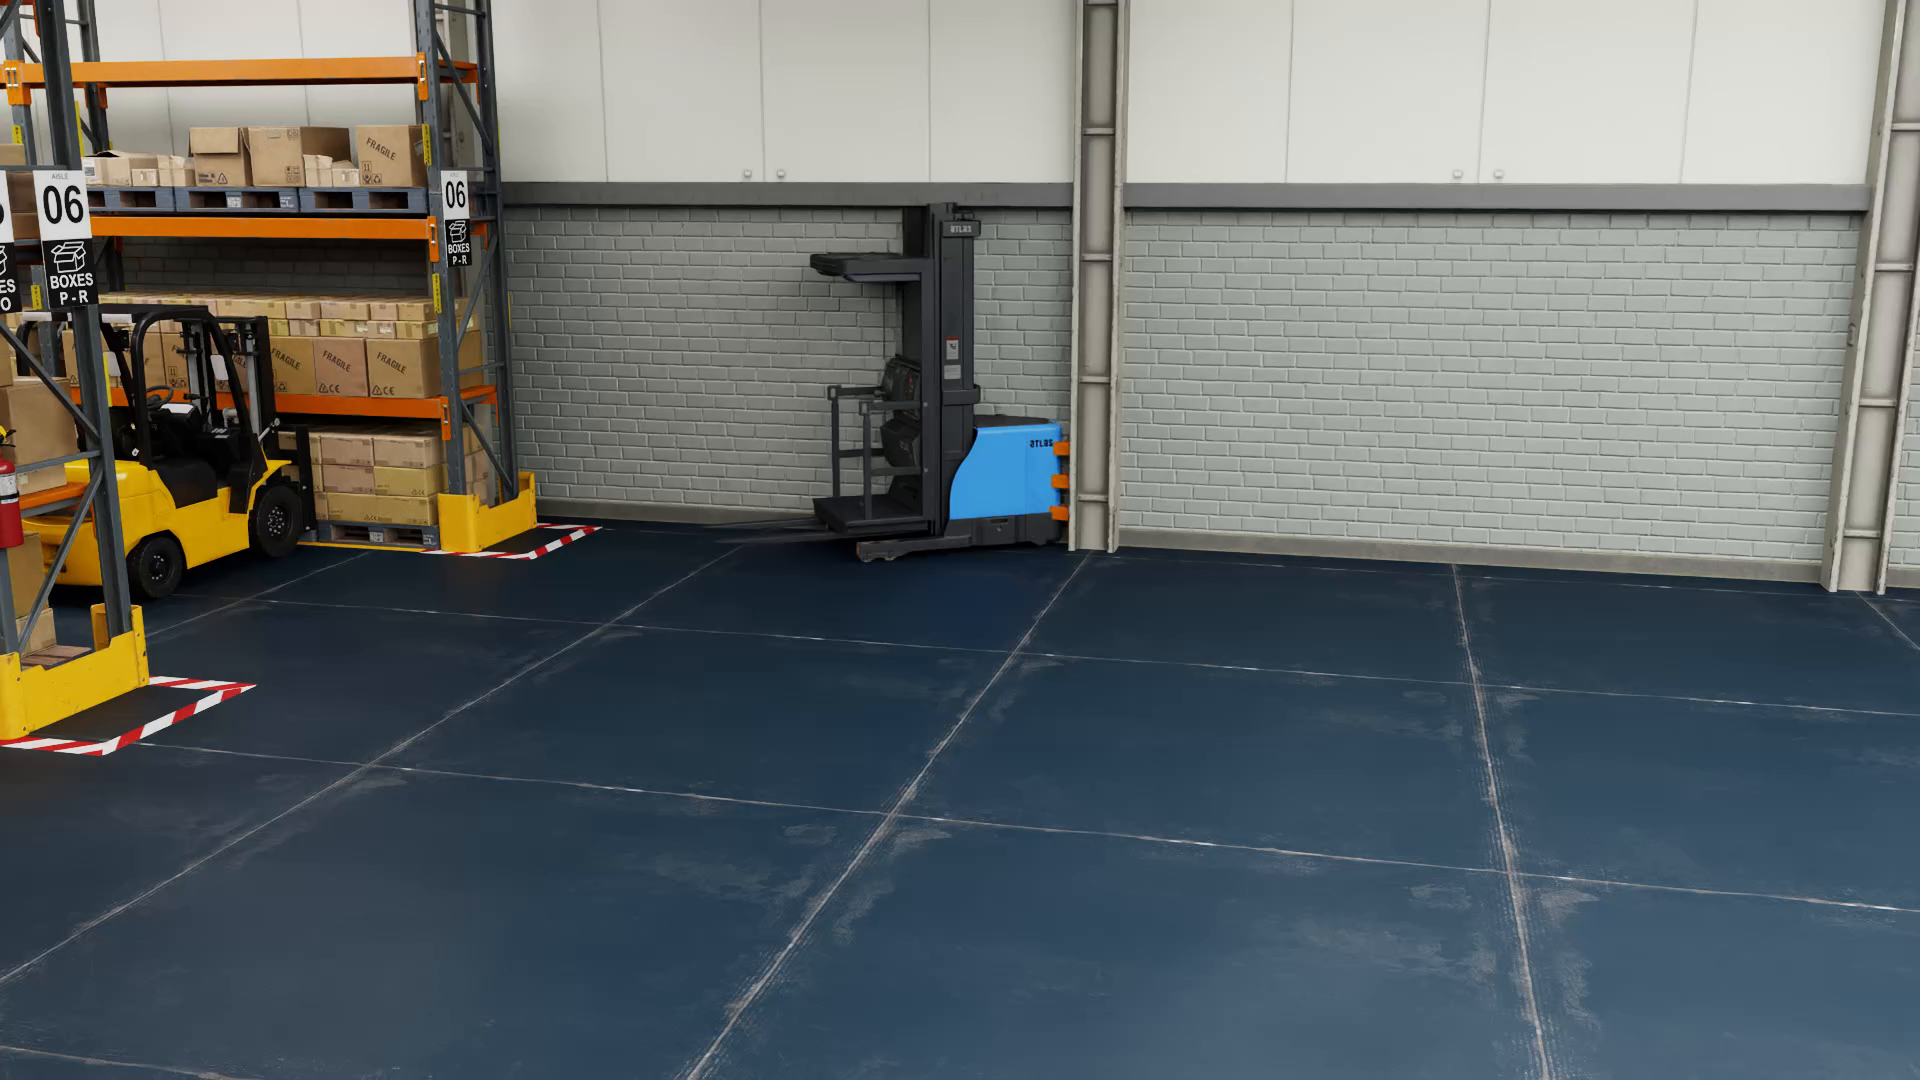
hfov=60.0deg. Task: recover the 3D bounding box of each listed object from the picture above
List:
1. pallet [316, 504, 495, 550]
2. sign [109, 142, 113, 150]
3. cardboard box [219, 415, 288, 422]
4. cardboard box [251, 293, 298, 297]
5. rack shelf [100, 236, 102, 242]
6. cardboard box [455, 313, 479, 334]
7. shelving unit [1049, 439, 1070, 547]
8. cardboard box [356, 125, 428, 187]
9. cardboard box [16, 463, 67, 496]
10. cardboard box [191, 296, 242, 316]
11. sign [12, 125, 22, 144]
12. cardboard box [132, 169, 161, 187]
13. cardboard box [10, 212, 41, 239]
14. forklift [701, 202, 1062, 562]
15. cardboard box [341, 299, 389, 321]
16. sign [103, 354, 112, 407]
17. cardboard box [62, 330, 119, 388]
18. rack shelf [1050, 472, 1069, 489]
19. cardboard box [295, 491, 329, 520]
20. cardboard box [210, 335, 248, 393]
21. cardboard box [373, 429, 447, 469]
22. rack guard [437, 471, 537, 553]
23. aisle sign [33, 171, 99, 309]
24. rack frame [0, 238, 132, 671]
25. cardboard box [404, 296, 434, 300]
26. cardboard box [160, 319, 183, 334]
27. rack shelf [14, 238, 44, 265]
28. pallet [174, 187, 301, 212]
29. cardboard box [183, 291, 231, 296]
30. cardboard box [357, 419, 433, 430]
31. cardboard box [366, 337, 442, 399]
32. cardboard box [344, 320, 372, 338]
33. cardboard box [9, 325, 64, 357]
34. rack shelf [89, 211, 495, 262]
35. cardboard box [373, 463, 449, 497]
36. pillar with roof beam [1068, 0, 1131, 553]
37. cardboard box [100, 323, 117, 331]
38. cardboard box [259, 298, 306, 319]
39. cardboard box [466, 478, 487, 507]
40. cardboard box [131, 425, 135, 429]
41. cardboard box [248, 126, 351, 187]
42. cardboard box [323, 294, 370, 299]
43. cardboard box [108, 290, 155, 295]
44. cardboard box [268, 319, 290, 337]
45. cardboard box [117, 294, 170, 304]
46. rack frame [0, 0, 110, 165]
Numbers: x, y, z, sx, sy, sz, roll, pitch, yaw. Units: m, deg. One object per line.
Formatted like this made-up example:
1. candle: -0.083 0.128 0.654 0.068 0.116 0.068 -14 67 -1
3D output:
1. pallet: -4.958 -0.153 14.936 1.213 0.211 1.003 3 13 14
2. sign: -7.957 -3.563 15.567 0.005 0.325 0.100 3 13 14
3. cardboard box: -6.581 -1.005 15.407 0.500 0.250 0.500 3 13 14
4. cardboard box: -6.232 -2.156 15.110 0.250 0.149 0.380 3 13 15
5. rack shelf: -10.030 -2.908 15.651 4.000 0.370 1.077 3 13 14
6. cardboard box: -4.472 -1.921 14.739 0.250 0.149 0.380 3 13 12
7. shelving unit: 0.861 -0.478 14.409 0.252 1.050 0.215 5 12 13
8. cardboard box: -4.693 -3.222 13.975 0.500 0.500 0.500 3 13 15
9. cardboard box: -5.671 -0.378 10.092 0.250 0.149 0.380 3 13 14
10. cardboard box: -6.581 -2.073 14.735 0.250 0.149 0.380 3 13 13
11. sign: -8.209 -3.447 14.499 0.005 0.325 0.100 3 13 14
12. cardboard box: -6.980 -3.160 14.504 0.250 0.149 0.380 3 13 15
13. cardboard box: -5.635 -1.867 9.877 0.250 0.149 0.380 3 13 14
14. forklift: -0.683 -1.373 14.154 3.031 2.935 1.130 -4 13 -19
15. cardboard box: -5.111 -1.983 14.329 0.250 0.149 0.380 3 13 15
16. sign: -5.261 -0.976 10.210 0.005 0.325 0.100 3 13 14
17. cardboard box: -7.720 -1.662 15.068 0.500 0.500 0.500 3 13 12
18. rack shelf: 0.860 -0.468 14.411 0.240 0.259 0.215 5 12 13
19. cardboard box: -5.701 -0.360 14.808 0.500 0.250 0.500 3 13 14
20. cardboard box: -6.236 -1.582 14.707 0.500 0.500 0.500 3 13 14
21. cardboard box: -4.727 -0.793 14.451 0.500 0.250 0.500 4 13 15
22. rack guard: -4.182 -0.262 14.760 0.348 0.500 1.175 3 13 14
23. aisle sign: -5.256 -1.771 9.787 0.004 0.787 0.394 3 13 14
24. rack frame: -5.391 -0.439 9.789 0.127 3.000 1.000 3 13 14
25. cardboard box: -4.723 -2.083 14.784 0.250 0.149 0.380 4 13 15
26. cardboard box: -6.855 -1.922 14.741 0.250 0.149 0.380 3 13 13
27. rack shelf: -7.333 -1.656 10.010 4.000 0.370 1.077 3 13 14
28. pallet: -6.074 -3.010 14.653 1.213 0.211 1.003 3 13 14
29. cardboard box: -6.955 -2.216 15.382 0.250 0.149 0.380 3 13 12
30. cardboard box: -5.112 -0.924 15.044 0.500 0.250 0.500 3 13 14
31. cardboard box: -4.746 -1.503 14.350 0.500 0.500 0.500 3 13 12
32. cardboard box: -5.101 -1.841 14.379 0.250 0.149 0.380 3 13 15
33. cardboard box: -8.627 -1.834 15.265 0.500 0.250 0.500 3 13 12
34. rack shelf: -6.147 -2.700 14.715 4.000 0.370 1.077 3 13 14
35. cardboard box: -4.753 -0.550 14.510 0.500 0.250 0.500 3 13 13
36. pillar with roof beam: 0.129 -3.421 9.378 0.400 9.000 9.100 3 13 14
37. cardboard box: -7.590 -1.971 14.966 0.250 0.149 0.380 3 13 15
38. cardboard box: -5.867 -2.014 14.469 0.250 0.149 0.380 3 13 15
39. cardboard box: -4.635 -0.413 15.047 0.500 0.250 0.500 3 13 14
40. cardboard box: -7.200 -0.922 15.034 0.500 0.250 0.500 3 13 14
41. cardboard box: -5.664 -3.296 14.309 0.500 0.500 0.700 3 13 14
42. cardboard box: -5.484 -2.112 14.914 0.250 0.149 0.380 3 13 15
43. cardboard box: -7.706 -2.249 15.529 0.250 0.149 0.380 3 13 14
44. cardboard box: -5.860 -1.869 14.506 0.250 0.149 0.380 3 13 14
45. cardboard box: -7.325 -2.117 14.934 0.250 0.149 0.380 3 13 12
46. rack frame: -8.089 -4.620 14.780 0.127 3.000 1.000 3 13 14
